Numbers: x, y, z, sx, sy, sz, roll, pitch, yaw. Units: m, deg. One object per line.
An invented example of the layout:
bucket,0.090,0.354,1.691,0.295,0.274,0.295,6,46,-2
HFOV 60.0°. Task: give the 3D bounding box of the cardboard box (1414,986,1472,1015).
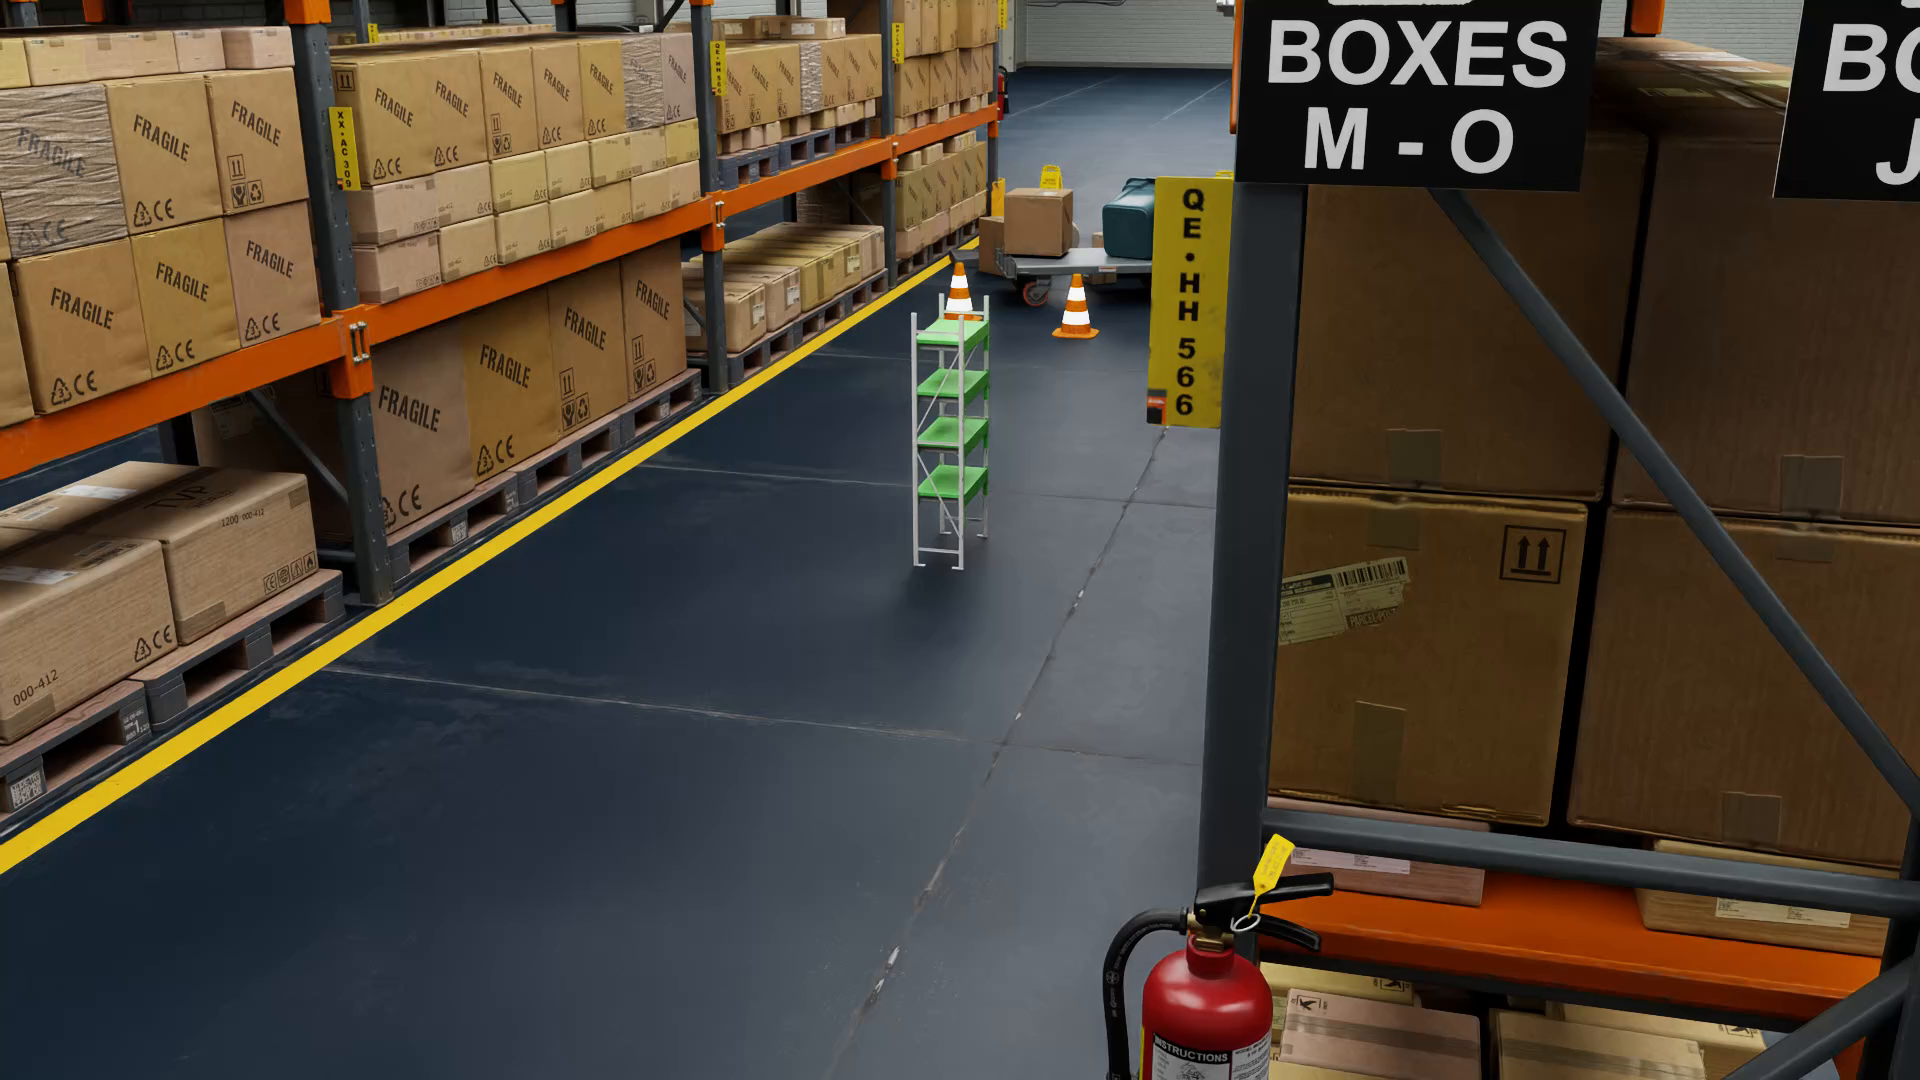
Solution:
cardboard box,0.974,1.025,3.848,0.380,0.149,0.250,4,19,13

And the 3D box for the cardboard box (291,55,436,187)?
cardboard box,-2.630,-1.807,7.135,0.500,0.500,0.500,5,19,14

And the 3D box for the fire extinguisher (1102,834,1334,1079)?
fire extinguisher,0.322,0.698,2.201,0.296,0.674,0.183,5,19,13

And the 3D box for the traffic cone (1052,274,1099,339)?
traffic cone,0.892,-1.809,12.767,0.336,0.463,0.334,5,19,13

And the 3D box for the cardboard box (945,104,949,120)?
cardboard box,-0.317,-4.114,15.981,0.380,0.149,0.250,5,19,13

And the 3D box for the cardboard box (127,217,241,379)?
cardboard box,-3.002,-0.891,6.001,0.500,0.500,0.500,4,19,12

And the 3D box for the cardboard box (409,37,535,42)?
cardboard box,-2.649,-2.493,9.143,0.500,0.500,0.500,5,20,15

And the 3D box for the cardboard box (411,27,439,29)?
cardboard box,-5.593,-5.247,17.291,0.380,0.149,0.250,5,19,14

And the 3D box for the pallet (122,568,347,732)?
pallet,-3.278,0.381,6.746,1.003,0.211,1.213,5,19,13

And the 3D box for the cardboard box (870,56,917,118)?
cardboard box,-0.684,-3.982,14.591,0.500,0.500,0.500,5,19,13

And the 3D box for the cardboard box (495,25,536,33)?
cardboard box,-4.849,-5.525,18.105,0.380,0.149,0.250,5,20,15

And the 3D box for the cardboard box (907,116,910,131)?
cardboard box,-0.662,-3.716,14.816,0.380,0.149,0.250,5,20,15

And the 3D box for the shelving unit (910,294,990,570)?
shelving unit,-0.040,-0.516,7.842,0.258,1.200,0.503,5,19,13

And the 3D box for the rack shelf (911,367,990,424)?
rack shelf,-0.040,-0.683,7.785,0.258,0.148,0.480,5,19,13

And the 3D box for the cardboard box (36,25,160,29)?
cardboard box,-3.345,-1.920,6.463,0.380,0.149,0.250,4,19,13

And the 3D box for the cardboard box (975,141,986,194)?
cardboard box,-0.027,-3.913,17.447,0.500,0.500,0.500,5,19,14

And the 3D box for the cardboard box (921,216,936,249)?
cardboard box,-0.536,-2.908,15.664,0.500,0.250,0.500,6,20,16

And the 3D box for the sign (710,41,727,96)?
sign,-1.500,-2.930,10.333,0.100,0.325,0.005,5,19,13

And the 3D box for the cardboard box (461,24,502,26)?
cardboard box,-5.313,-5.651,18.474,0.380,0.149,0.250,5,20,15

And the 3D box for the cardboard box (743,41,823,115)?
cardboard box,-1.331,-3.421,12.299,0.500,0.500,0.500,4,19,11

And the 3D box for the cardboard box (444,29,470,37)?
cardboard box,-5.228,-5.130,16.949,0.380,0.149,0.250,5,19,14

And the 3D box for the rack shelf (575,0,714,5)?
rack shelf,-1.550,-4.131,12.113,1.077,0.370,4.000,5,19,13

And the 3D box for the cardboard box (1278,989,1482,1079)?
cardboard box,0.832,1.051,3.311,0.380,0.149,0.250,5,19,14

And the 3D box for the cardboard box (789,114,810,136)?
cardboard box,-1.337,-3.094,12.346,0.380,0.149,0.250,5,20,15

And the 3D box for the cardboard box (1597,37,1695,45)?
cardboard box,1.956,-1.304,5.204,0.500,0.500,0.500,4,19,11

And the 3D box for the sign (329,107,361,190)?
sign,-2.477,-1.575,6.696,0.100,0.325,0.005,5,19,13

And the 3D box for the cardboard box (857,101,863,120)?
cardboard box,-1.001,-3.494,13.515,0.380,0.149,0.250,4,19,12

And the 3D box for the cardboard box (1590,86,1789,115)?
cardboard box,1.316,-0.498,2.842,0.500,0.500,0.500,5,20,15

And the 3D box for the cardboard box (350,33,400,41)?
cardboard box,-5.551,-4.731,15.780,0.380,0.149,0.250,5,19,14

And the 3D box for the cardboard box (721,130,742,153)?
cardboard box,-1.677,-2.678,11.125,0.380,0.149,0.250,3,19,10

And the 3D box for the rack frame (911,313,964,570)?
rack frame,-0.100,-0.439,7.618,0.240,1.200,0.015,5,19,13

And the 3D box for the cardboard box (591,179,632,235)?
cardboard box,-2.159,-1.857,9.215,0.500,0.250,0.500,4,19,13

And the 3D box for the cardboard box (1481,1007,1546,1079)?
cardboard box,1.304,1.143,3.502,0.380,0.149,0.250,5,19,14

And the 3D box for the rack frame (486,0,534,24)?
rack frame,-4.898,-5.323,19.131,1.000,3.000,0.127,5,19,13

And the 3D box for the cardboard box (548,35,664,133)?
cardboard box,-2.029,-2.601,9.460,0.500,0.500,0.500,5,19,14

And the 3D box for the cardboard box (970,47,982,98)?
cardboard box,-0.076,-4.772,16.903,0.500,0.500,0.500,5,19,14

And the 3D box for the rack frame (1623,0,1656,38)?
rack frame,1.809,-0.812,5.923,1.000,3.000,0.127,5,19,13

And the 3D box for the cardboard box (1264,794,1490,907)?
cardboard box,0.637,0.436,2.658,0.380,0.149,0.250,5,19,13

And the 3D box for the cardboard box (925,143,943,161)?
cardboard box,-0.380,-3.682,15.766,0.380,0.149,0.250,6,20,17

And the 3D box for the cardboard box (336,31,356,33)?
cardboard box,-5.937,-4.848,16.121,0.380,0.149,0.250,4,19,13

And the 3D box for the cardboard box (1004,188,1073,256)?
cardboard box,0.672,-2.723,14.214,0.500,0.500,0.500,5,19,13

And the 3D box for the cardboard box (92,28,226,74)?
cardboard box,-2.952,-1.803,6.119,0.380,0.149,0.250,5,20,15

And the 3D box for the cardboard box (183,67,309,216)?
cardboard box,-2.863,-1.522,6.301,0.500,0.500,0.500,4,19,13

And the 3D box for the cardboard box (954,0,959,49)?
cardboard box,-0.409,-4.945,15.862,0.700,0.500,0.500,5,19,13

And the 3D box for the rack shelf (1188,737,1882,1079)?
rack shelf,1.320,0.156,4.204,1.077,0.370,4.000,5,19,13

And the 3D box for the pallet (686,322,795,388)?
pallet,-1.846,-1.350,11.813,1.003,0.211,1.213,5,19,13

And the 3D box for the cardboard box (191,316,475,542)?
cardboard box,-2.942,-0.565,7.838,0.875,0.875,0.875,5,20,15

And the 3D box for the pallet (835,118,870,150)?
pallet,-1.389,-3.360,13.680,1.003,0.211,1.213,5,19,13

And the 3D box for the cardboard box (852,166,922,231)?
cardboard box,-0.655,-3.094,15.051,0.500,0.500,0.500,6,20,16

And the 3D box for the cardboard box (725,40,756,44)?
cardboard box,-1.825,-3.468,12.436,0.500,0.500,0.500,4,19,11

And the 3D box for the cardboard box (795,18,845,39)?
cardboard box,-1.111,-3.993,12.968,0.380,0.149,0.250,4,19,12

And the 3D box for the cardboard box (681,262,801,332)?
cardboard box,-1.718,-1.788,12.198,0.950,0.372,0.625,4,19,12

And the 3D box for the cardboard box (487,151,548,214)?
cardboard box,-2.386,-1.774,8.199,0.500,0.250,0.500,5,19,14

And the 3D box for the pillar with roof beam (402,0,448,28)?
pillar with roof beam,-1.768,-7.675,16.736,9.100,9.000,0.400,5,19,13
